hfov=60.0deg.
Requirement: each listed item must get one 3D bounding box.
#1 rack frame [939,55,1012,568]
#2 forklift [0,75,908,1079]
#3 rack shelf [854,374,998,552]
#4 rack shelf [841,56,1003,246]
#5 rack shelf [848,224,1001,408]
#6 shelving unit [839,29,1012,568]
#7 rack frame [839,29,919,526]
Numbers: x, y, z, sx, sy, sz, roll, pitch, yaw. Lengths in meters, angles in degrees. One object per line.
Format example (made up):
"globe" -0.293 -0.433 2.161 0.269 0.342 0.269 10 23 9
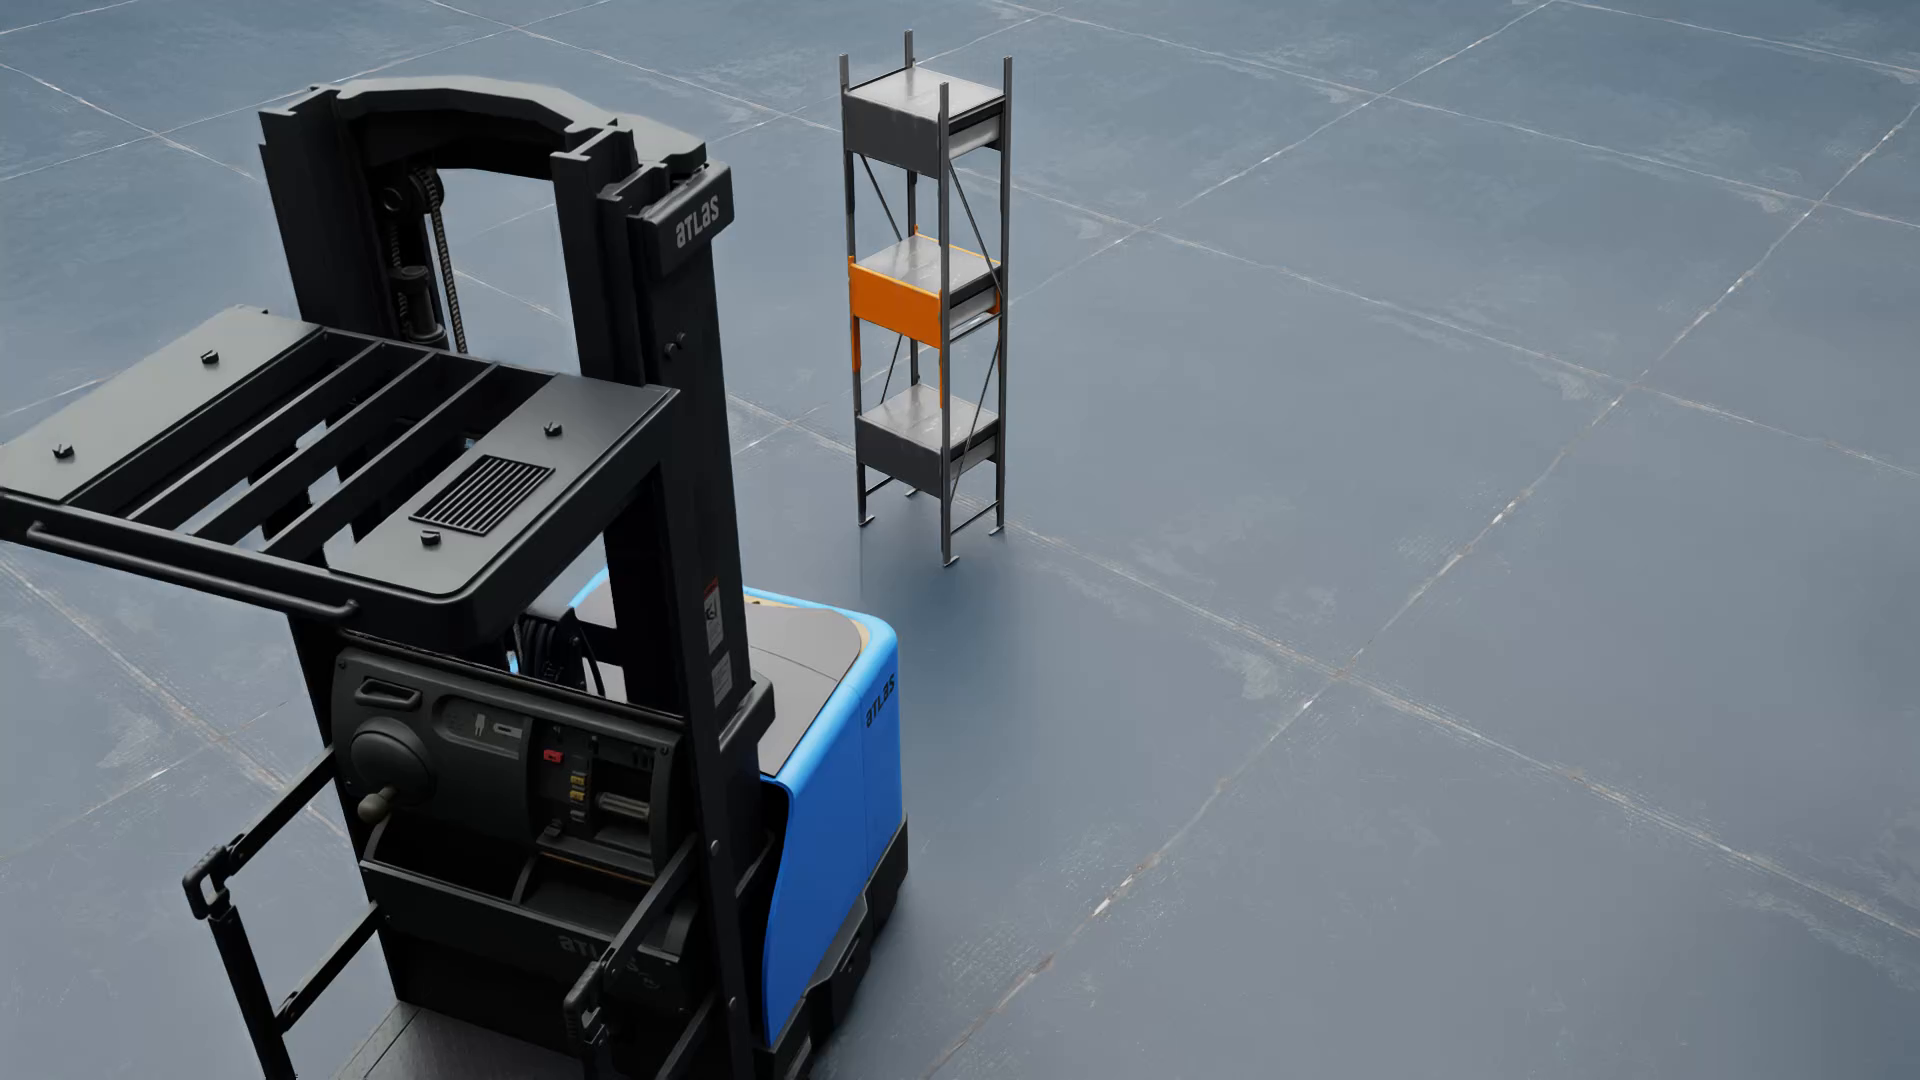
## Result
"rack frame" 0.060 -0.837 6.614 0.015 2.100 0.400 25 42 32
"forklift" -1.165 0.603 3.782 1.130 2.935 3.031 12 36 17
"rack shelf" -0.127 -0.337 7.147 0.480 0.518 0.431 25 42 32
"rack shelf" -0.127 -1.491 6.354 0.480 0.518 0.431 25 42 32
"rack shelf" -0.127 -0.914 6.751 0.480 0.518 0.431 25 42 32
"shelving unit" -0.127 -0.926 6.743 0.503 2.100 0.431 25 42 32
"rack frame" -0.315 -1.014 6.872 0.015 2.100 0.400 25 42 32
